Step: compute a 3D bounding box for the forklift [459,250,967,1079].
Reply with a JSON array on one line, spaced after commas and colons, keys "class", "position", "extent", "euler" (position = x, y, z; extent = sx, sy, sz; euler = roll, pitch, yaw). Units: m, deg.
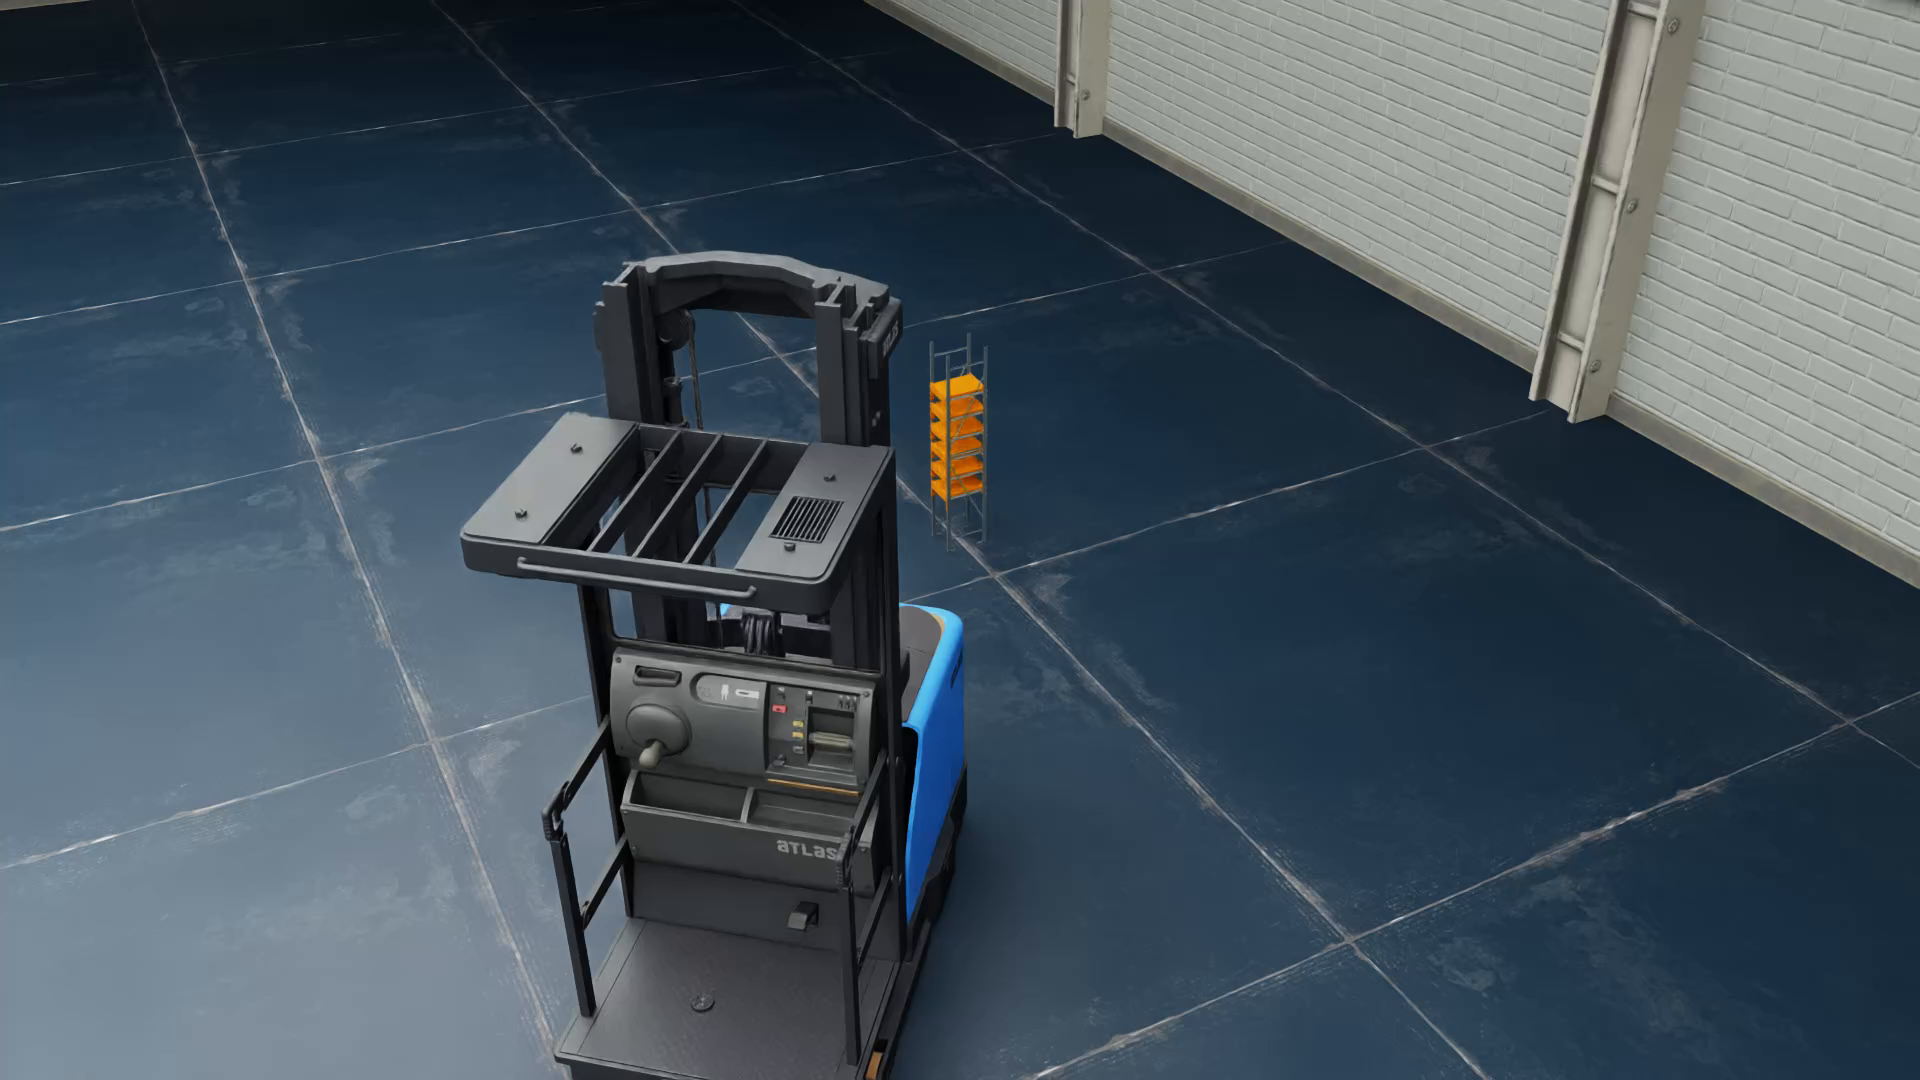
[{"class": "forklift", "position": [-0.793, 0.677, 5.495], "extent": [1.130, 2.935, 3.031], "euler": [7, 33, 11]}]

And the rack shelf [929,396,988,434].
[{"class": "rack shelf", "position": [-0.007, -0.677, 8.850], "extent": [0.258, 0.103, 0.180], "euler": [-16, 36, -23]}]

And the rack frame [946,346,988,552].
[{"class": "rack frame", "position": [0.036, -0.468, 8.888], "extent": [0.240, 1.200, 0.006], "euler": [-16, 36, -23]}]

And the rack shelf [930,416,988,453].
[{"class": "rack shelf", "position": [-0.007, -0.576, 8.915], "extent": [0.258, 0.103, 0.180], "euler": [-16, 36, -23]}]

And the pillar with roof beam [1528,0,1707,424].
[{"class": "pillar with roof beam", "position": [0.071, -3.566, 6.494], "extent": [9.100, 9.000, 0.400], "euler": [-16, 36, -23]}]

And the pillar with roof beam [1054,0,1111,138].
[{"class": "pillar with roof beam", "position": [-2.726, -6.430, 10.963], "extent": [9.100, 9.000, 0.400], "euler": [-16, 36, -23]}]

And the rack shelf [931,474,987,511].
[{"class": "rack shelf", "position": [-0.007, -0.273, 9.109], "extent": [0.258, 0.103, 0.180], "euler": [-16, 36, -23]}]

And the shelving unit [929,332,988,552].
[{"class": "shelving unit", "position": [-0.007, -0.512, 8.956], "extent": [0.258, 1.200, 0.189], "euler": [-16, 36, -23]}]

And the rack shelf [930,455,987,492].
[{"class": "rack shelf", "position": [-0.007, -0.374, 9.044], "extent": [0.258, 0.103, 0.180], "euler": [-16, 36, -23]}]

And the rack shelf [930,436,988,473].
[{"class": "rack shelf", "position": [-0.007, -0.475, 8.980], "extent": [0.258, 0.103, 0.180], "euler": [-16, 36, -23]}]

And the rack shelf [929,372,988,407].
[{"class": "rack shelf", "position": [-0.007, -0.778, 8.786], "extent": [0.258, 0.103, 0.180], "euler": [-16, 36, -23]}]

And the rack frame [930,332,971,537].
[{"class": "rack frame", "position": [-0.049, -0.556, 9.024], "extent": [0.240, 1.200, 0.006], "euler": [-16, 36, -23]}]
